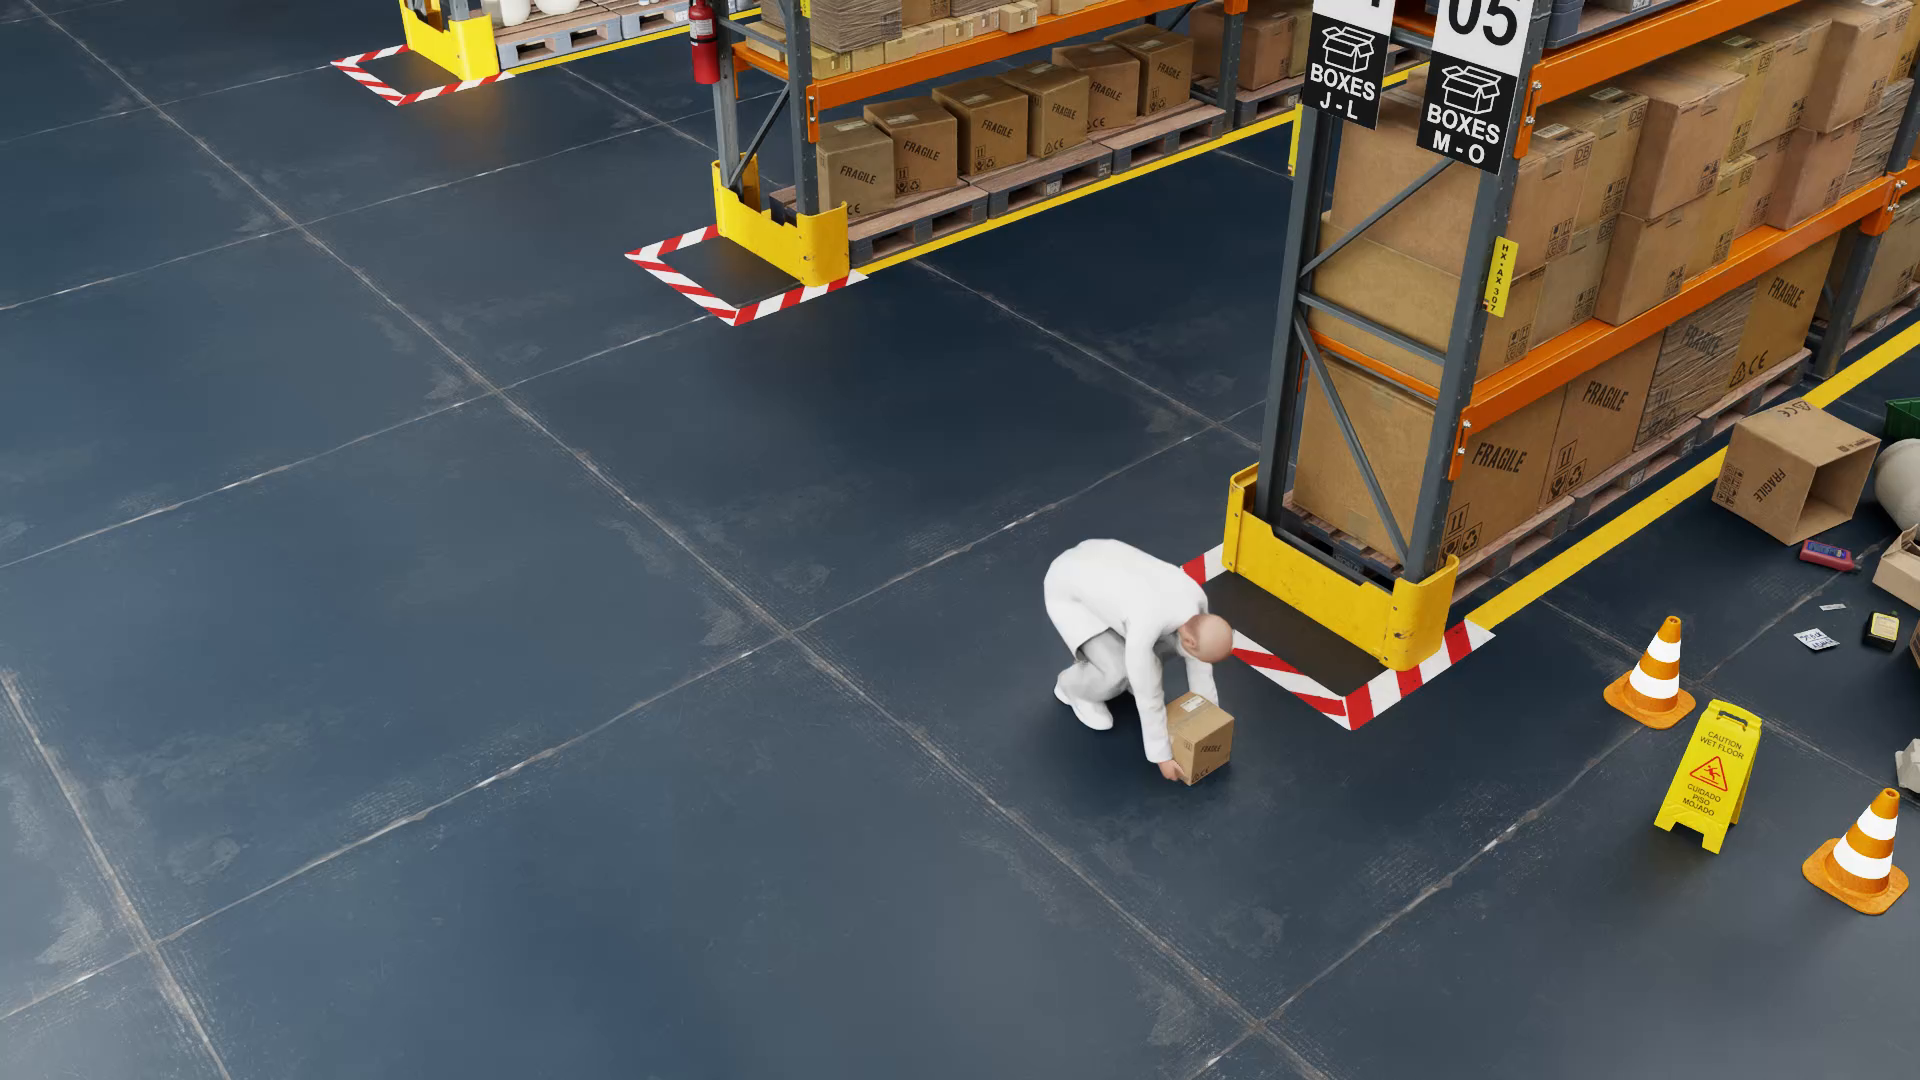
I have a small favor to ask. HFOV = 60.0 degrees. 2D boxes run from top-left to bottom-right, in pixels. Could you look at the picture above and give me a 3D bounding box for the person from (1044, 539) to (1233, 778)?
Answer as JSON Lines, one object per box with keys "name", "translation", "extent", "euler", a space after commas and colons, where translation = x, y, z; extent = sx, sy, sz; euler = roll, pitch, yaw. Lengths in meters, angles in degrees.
{"name": "person", "translation": [0.772, 0.467, 7.272], "extent": [0.584, 0.848, 0.957], "euler": [-27, 44, -33]}
